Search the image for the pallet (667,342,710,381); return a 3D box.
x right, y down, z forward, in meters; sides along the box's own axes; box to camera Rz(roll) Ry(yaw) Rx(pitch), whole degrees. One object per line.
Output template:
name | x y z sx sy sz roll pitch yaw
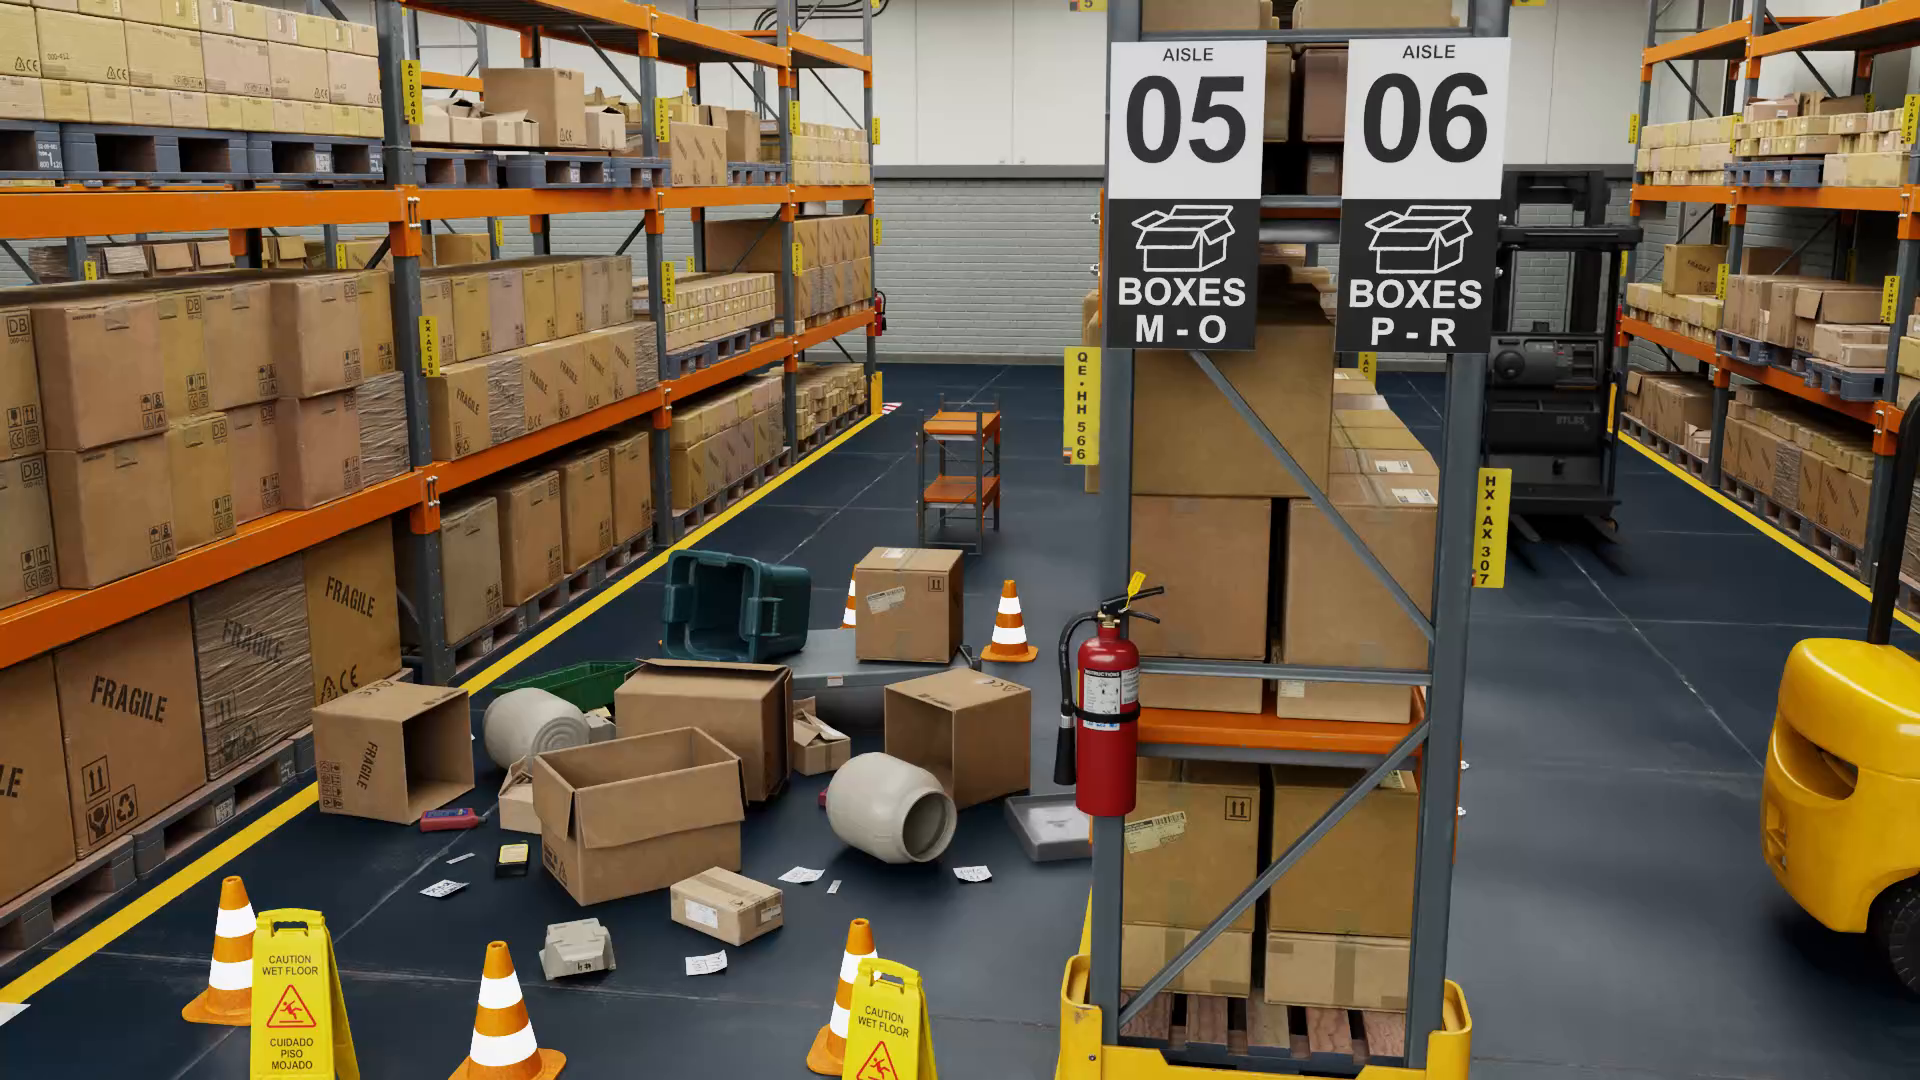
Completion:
pallet | -2.790 -1.489 13.736 1.213 0.211 1.003 2 12 9

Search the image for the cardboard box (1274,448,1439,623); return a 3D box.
cardboard box | 1.305 -0.018 5.512 0.500 0.500 0.500 2 12 10

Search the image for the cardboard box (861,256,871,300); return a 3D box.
cardboard box | -1.379 -3.188 20.224 0.500 0.500 0.500 2 12 10

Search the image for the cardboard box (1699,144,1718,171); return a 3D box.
cardboard box | 7.529 -3.719 16.161 0.500 0.250 0.500 1 12 7

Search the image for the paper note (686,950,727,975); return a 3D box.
paper note | -0.940 1.564 6.162 0.148 0.019 0.142 -2 12 -11

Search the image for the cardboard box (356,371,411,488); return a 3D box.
cardboard box | -3.454 -0.594 8.774 0.875 0.550 0.550 2 12 9

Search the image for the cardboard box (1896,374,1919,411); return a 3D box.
cardboard box | 6.708 -0.973 11.246 0.500 0.250 0.500 2 12 9

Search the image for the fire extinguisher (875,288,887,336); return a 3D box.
fire extinguisher | -1.069 -2.913 20.960 0.296 0.674 0.183 2 12 9

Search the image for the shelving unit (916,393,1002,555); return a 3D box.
shelving unit | 0.001 -0.551 13.381 0.538 1.125 1.048 2 12 9

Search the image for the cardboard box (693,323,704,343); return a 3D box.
cardboard box | -2.404 -1.768 14.176 0.380 0.149 0.250 2 12 11

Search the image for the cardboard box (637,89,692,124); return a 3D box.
cardboard box | -2.380 -3.503 13.451 0.396 0.266 0.258 2 12 9

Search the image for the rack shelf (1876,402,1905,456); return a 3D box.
rack shelf | 6.710 -0.363 9.766 1.077 0.370 4.000 2 12 9

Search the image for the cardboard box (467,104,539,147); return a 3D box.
cardboard box | -2.912 -2.635 10.566 0.396 0.266 0.258 2 12 9

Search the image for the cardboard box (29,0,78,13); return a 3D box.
cardboard box | -3.502 -2.023 6.112 0.380 0.149 0.250 2 12 8

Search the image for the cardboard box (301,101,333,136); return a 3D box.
cardboard box | -3.226 -2.003 7.910 0.380 0.149 0.250 2 12 10

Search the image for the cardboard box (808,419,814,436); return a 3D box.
cardboard box | -1.765 -1.196 17.691 0.380 0.149 0.250 2 12 10

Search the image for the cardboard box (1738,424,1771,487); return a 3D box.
cardboard box | 7.264 -0.743 14.756 0.500 0.500 0.500 2 12 8

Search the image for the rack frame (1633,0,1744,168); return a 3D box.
rack frame | 8.248 -5.729 18.717 1.000 3.000 0.127 2 12 9

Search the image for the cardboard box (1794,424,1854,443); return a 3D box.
cardboard box | 7.163 -0.867 13.794 0.380 0.149 0.250 2 12 9

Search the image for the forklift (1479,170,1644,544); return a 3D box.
forklift | 4.813 -1.514 13.561 1.130 2.935 3.031 2 12 8

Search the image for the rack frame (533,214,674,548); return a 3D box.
rack frame | -2.794 -1.431 13.011 1.000 3.000 0.127 2 12 9

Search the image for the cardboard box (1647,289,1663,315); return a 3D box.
cardboard box | 7.760 -2.572 17.959 0.500 0.250 0.500 2 12 8

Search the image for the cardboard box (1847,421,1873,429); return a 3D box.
cardboard box | 7.704 -0.907 13.981 0.380 0.149 0.250 2 12 9

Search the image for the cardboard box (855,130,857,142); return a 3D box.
cardboard box | -1.438 -4.801 19.752 0.380 0.149 0.250 2 12 9

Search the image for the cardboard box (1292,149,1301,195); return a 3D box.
cardboard box | 1.331 -1.247 5.637 0.380 0.149 0.250 1 12 7

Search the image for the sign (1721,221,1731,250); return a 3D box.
sign | 8.793 -3.495 19.091 0.100 0.325 0.005 2 12 9

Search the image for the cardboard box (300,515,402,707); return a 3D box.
cardboard box | -3.575 0.364 8.730 0.875 0.875 0.875 2 12 10

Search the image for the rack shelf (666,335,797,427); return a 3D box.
rack shelf | -2.487 -1.495 15.019 1.077 0.370 4.000 2 12 9

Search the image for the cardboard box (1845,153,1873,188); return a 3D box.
cardboard box | 6.933 -2.744 12.340 0.500 0.250 0.500 2 12 9

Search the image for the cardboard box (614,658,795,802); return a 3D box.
cardboard box | -1.214 0.886 7.868 0.797 0.637 0.503 2 12 9

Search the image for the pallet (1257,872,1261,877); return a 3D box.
pallet | 1.243 1.300 6.959 1.003 0.211 1.213 2 12 9

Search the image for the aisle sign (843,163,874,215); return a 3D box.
aisle sign | -1.256 -4.372 20.490 0.394 0.787 0.004 2 12 9

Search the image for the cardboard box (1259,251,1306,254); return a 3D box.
cardboard box | 2.497 -2.027 13.169 0.500 0.500 0.500 2 12 9

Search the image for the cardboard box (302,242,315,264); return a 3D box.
cardboard box | -7.258 -2.988 18.108 0.500 0.500 0.500 2 12 10

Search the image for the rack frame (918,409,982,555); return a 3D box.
rack frame | -0.077 -0.445 12.890 0.500 1.125 0.032 2 12 9

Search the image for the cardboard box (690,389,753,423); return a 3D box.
cardboard box | -2.203 -1.233 15.250 0.500 0.250 0.500 1 12 6

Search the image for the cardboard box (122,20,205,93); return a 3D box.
cardboard box | -3.465 -1.965 6.788 0.500 0.250 0.500 2 12 8

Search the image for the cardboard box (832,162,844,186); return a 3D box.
cardboard box | -1.596 -4.065 18.472 0.500 0.250 0.500 2 12 11

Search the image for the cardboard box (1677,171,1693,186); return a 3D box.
cardboard box | 7.604 -3.713 17.079 0.380 0.149 0.250 2 12 10

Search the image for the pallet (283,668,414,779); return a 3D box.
pallet | -3.604 0.921 8.719 1.003 0.211 1.213 2 12 9

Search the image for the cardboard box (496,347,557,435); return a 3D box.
cardboard box | -2.906 -0.957 10.575 0.500 0.500 0.500 2 12 8

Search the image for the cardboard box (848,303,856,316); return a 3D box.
cardboard box | -1.450 -2.739 19.679 0.380 0.149 0.250 2 12 10

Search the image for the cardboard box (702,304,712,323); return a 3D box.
cardboard box | -2.367 -1.969 14.404 0.380 0.149 0.250 2 12 9

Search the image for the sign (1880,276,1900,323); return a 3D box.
sign | 6.480 -1.674 11.581 0.100 0.325 0.005 2 12 9

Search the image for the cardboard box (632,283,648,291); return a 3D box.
cardboard box | -2.971 -2.190 14.722 0.380 0.149 0.250 2 12 11

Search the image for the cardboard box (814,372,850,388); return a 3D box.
cardboard box | -1.493 -1.862 19.371 0.380 0.149 0.250 2 12 11

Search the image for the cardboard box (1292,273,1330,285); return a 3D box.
cardboard box | 1.984 -1.491 9.812 0.380 0.149 0.250 3 12 12

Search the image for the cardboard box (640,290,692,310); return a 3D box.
cardboard box | -2.451 -2.001 13.844 0.380 0.149 0.250 2 12 8

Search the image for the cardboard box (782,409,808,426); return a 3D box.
cardboard box | -1.807 -1.285 17.402 0.380 0.149 0.250 2 12 11

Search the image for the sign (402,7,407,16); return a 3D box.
sign | -6.997 -6.764 20.924 0.100 0.325 0.005 2 12 9
